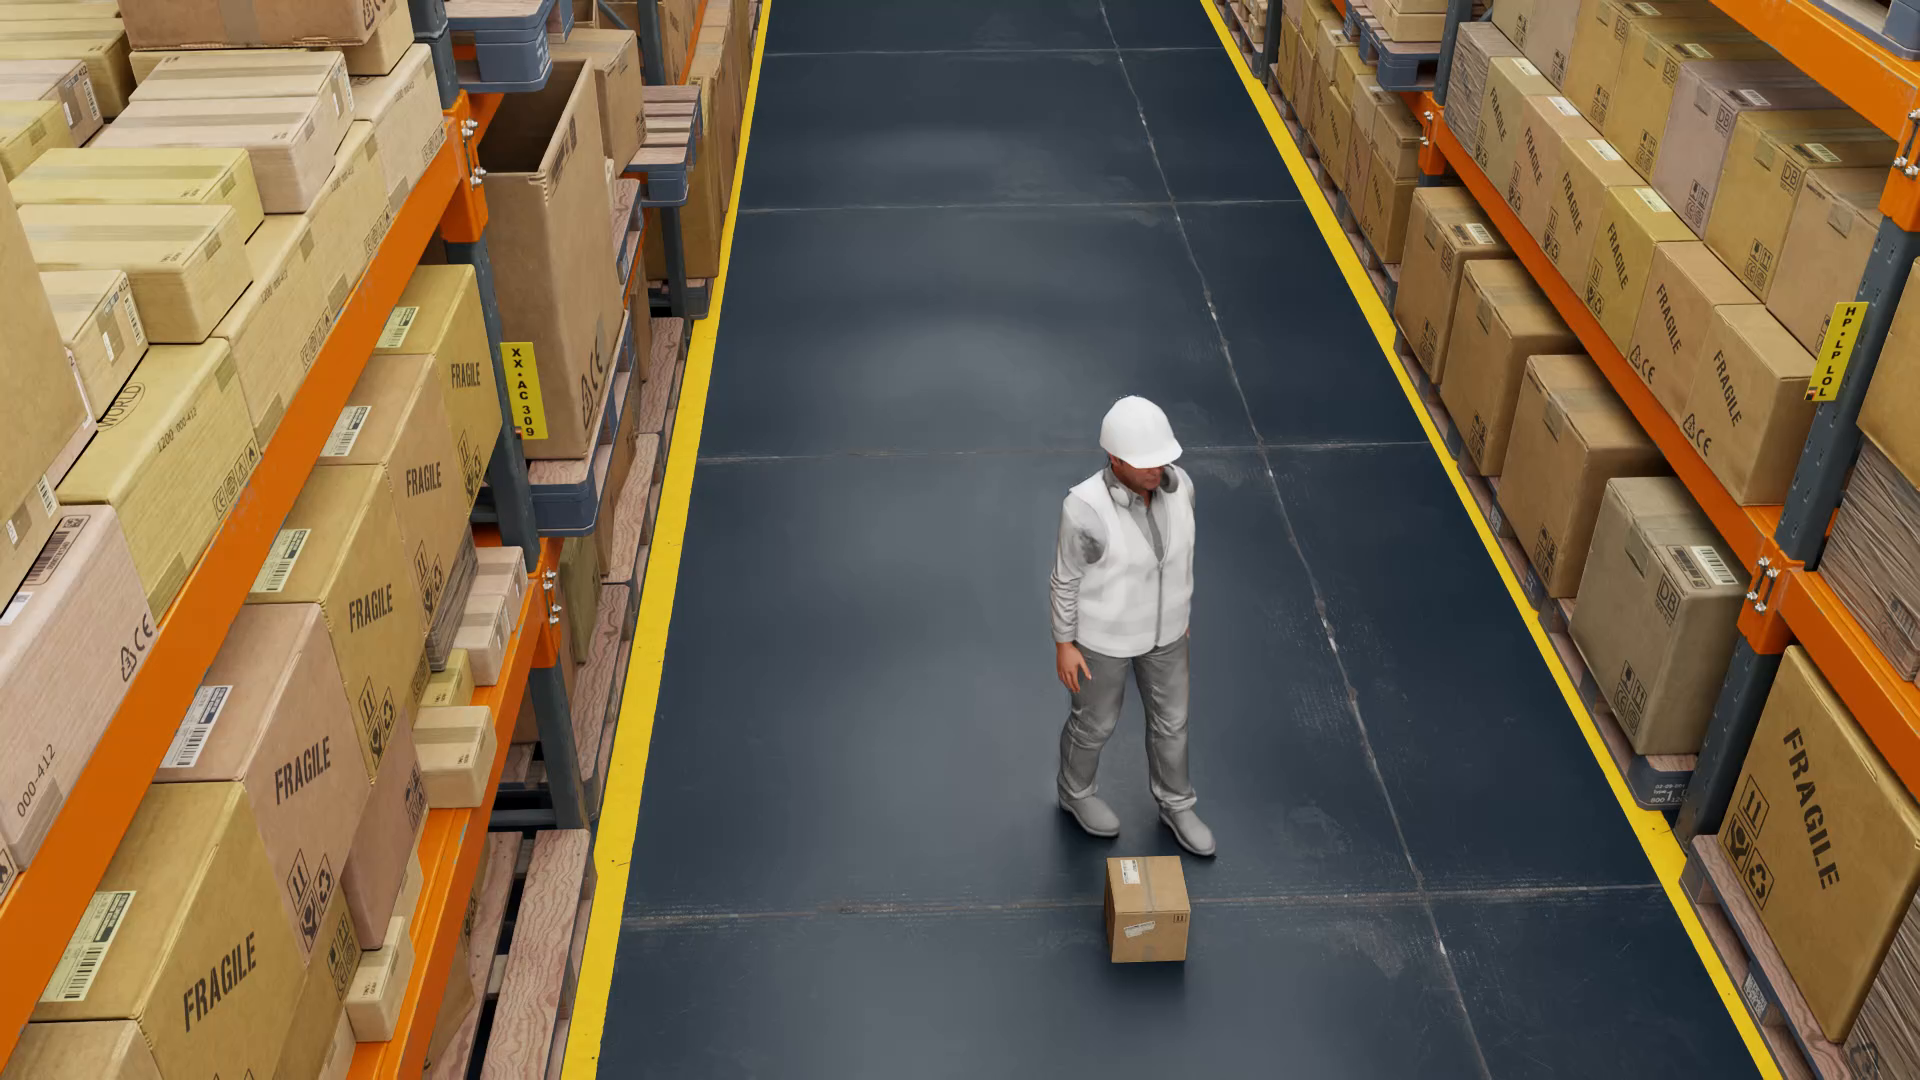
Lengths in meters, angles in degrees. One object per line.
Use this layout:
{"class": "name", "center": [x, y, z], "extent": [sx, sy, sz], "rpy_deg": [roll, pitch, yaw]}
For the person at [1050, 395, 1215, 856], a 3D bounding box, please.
{"class": "person", "center": [0.616, 0.333, 5.633], "extent": [0.572, 1.770, 0.583], "rpy_deg": [-17, 39, -23]}
